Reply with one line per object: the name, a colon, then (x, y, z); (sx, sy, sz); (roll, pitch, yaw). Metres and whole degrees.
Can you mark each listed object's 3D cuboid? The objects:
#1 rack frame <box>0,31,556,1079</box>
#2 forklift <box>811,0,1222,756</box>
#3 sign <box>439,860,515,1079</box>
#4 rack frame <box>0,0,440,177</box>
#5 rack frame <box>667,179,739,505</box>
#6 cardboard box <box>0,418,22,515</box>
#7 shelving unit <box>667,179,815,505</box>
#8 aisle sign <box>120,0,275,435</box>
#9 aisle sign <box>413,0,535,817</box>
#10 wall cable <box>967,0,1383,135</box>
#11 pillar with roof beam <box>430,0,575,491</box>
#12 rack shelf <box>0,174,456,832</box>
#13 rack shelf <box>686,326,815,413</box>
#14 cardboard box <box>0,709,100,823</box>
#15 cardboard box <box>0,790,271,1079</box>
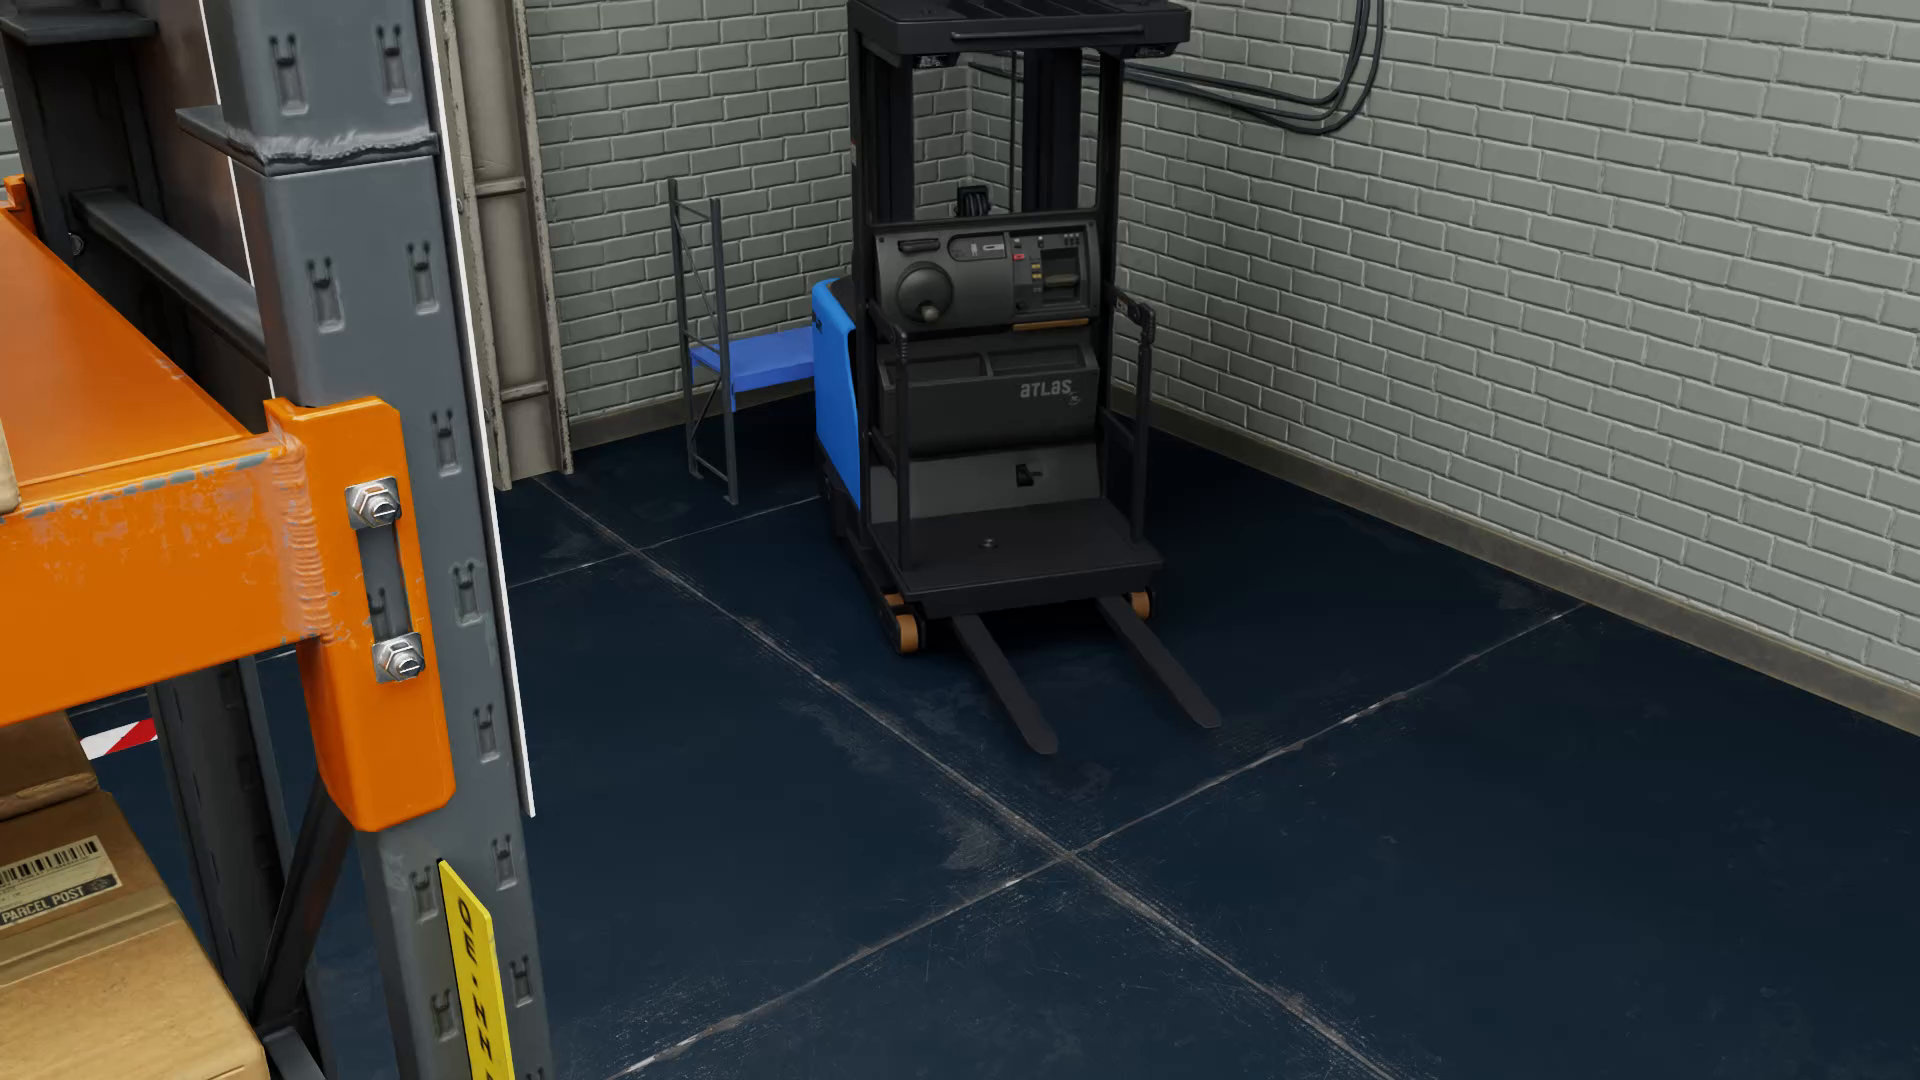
rack frame: (-0.749, 0.922, 2.200); (0.127, 3.000, 1.000); (-18, 31, -34)
forklift: (0.180, -1.050, 6.530); (1.130, 2.935, 3.031); (-7, 26, -14)
sign: (-0.422, 0.443, 1.482); (0.005, 0.325, 0.100); (-18, 31, -34)
rack frame: (-0.749, -1.799, 0.937); (0.127, 3.000, 1.000); (-18, 31, -34)
rack frame: (-1.233, -0.941, 7.996); (0.032, 1.500, 0.500); (-16, 29, -30)
cardboard box: (-0.990, -0.150, 1.124); (0.500, 0.250, 0.500); (-18, 31, -34)
shelving unit: (-0.810, -1.060, 8.252); (1.048, 1.500, 0.538); (-16, 29, -30)
aisle sign: (-0.876, -0.372, 1.900); (0.004, 0.787, 0.394); (-18, 31, -34)
aisle sign: (-0.506, -0.173, 1.472); (0.004, 0.787, 0.394); (-18, 31, -34)
wall cable: (0.863, -3.381, 8.035); (0.112, 2.526, 3.097); (-18, 31, -34)
pillar with roof beam: (0.439, -3.001, 3.527); (0.400, 9.000, 9.100); (-18, 31, -34)
rack shelf: (-2.322, 0.407, 0.600); (4.000, 0.370, 1.077); (-18, 31, -34)
rack shelf: (-0.809, -0.897, 8.327); (1.000, 0.185, 0.538); (-16, 29, -30)
cardboard box: (-1.260, 0.451, 1.908); (0.500, 0.500, 0.500); (-17, 30, -33)
cardboard box: (-0.929, 0.630, 1.523); (0.500, 0.500, 0.500); (-19, 31, -34)
